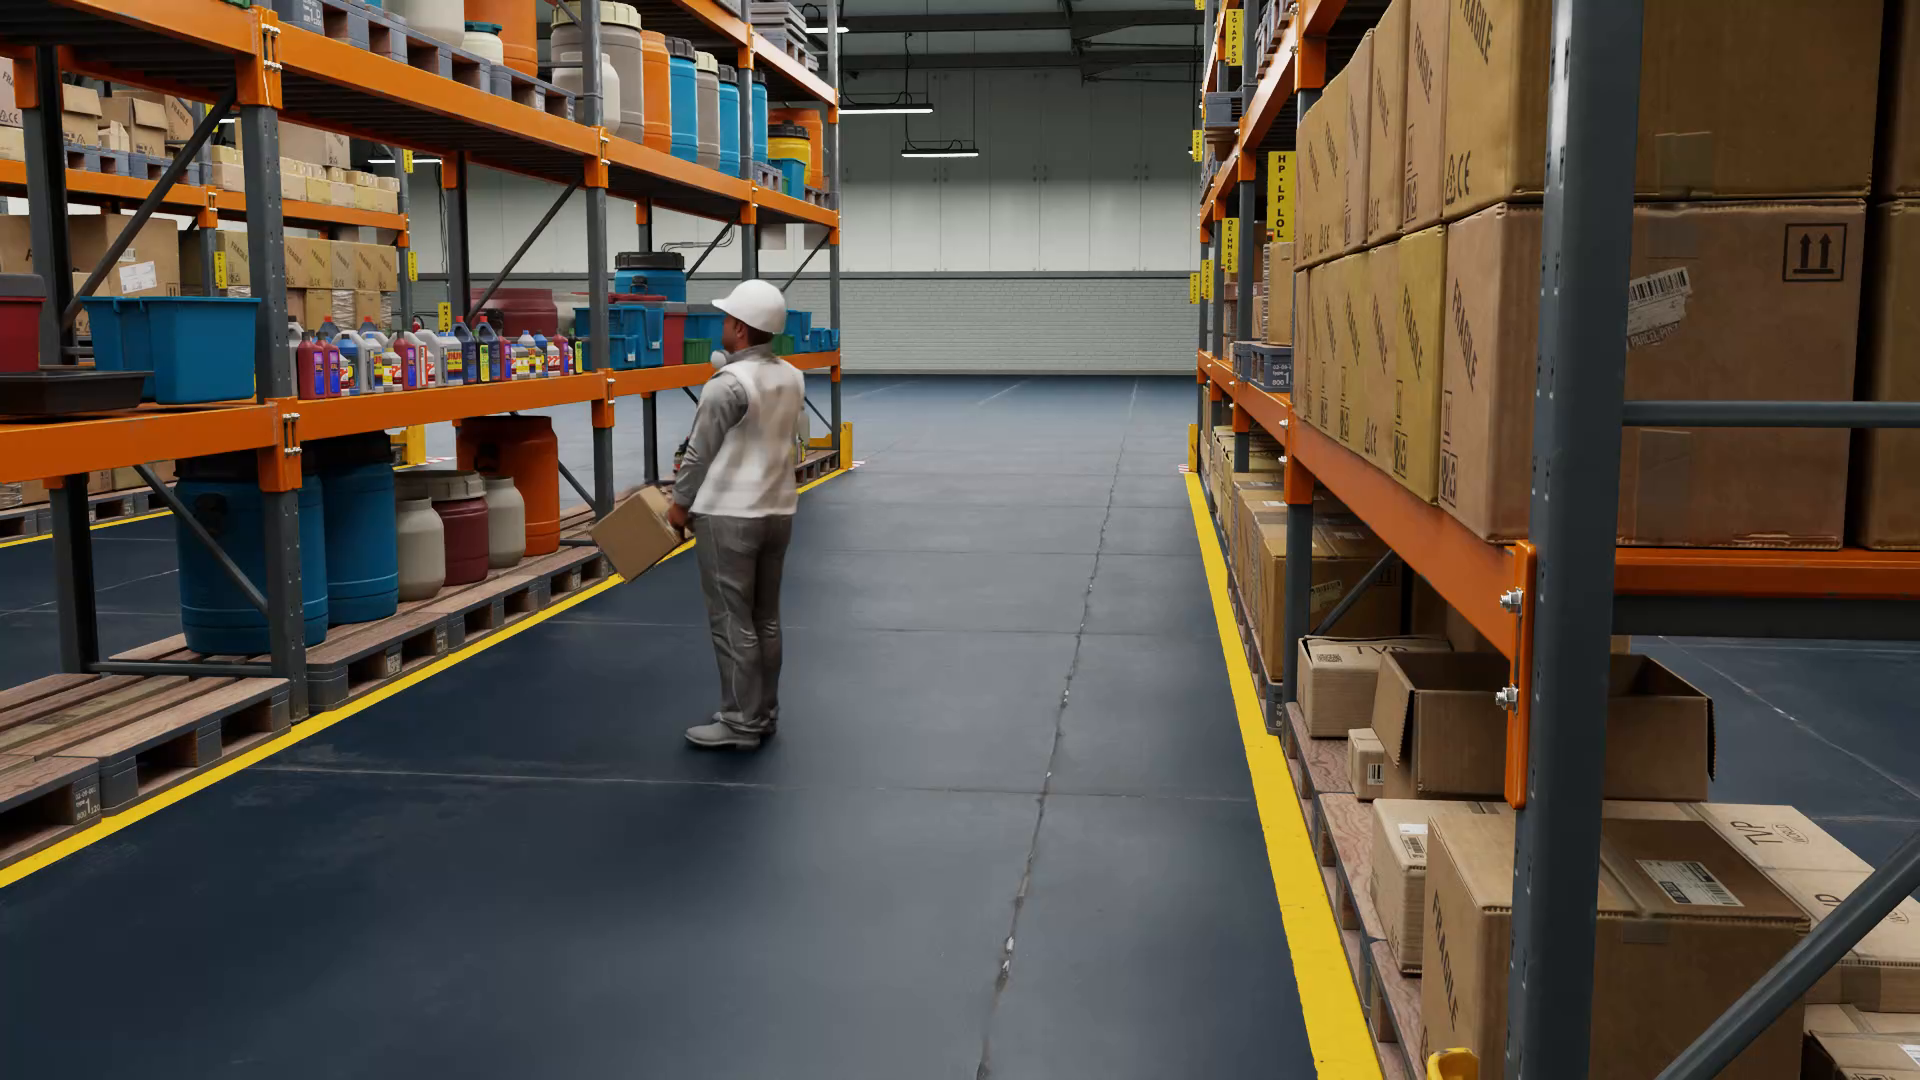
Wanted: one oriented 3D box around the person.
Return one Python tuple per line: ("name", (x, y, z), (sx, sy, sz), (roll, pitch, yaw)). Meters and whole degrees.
("person", (-0.811, -0.002, 6.343), (0.375, 1.490, 0.453), (4, 9, 31))
